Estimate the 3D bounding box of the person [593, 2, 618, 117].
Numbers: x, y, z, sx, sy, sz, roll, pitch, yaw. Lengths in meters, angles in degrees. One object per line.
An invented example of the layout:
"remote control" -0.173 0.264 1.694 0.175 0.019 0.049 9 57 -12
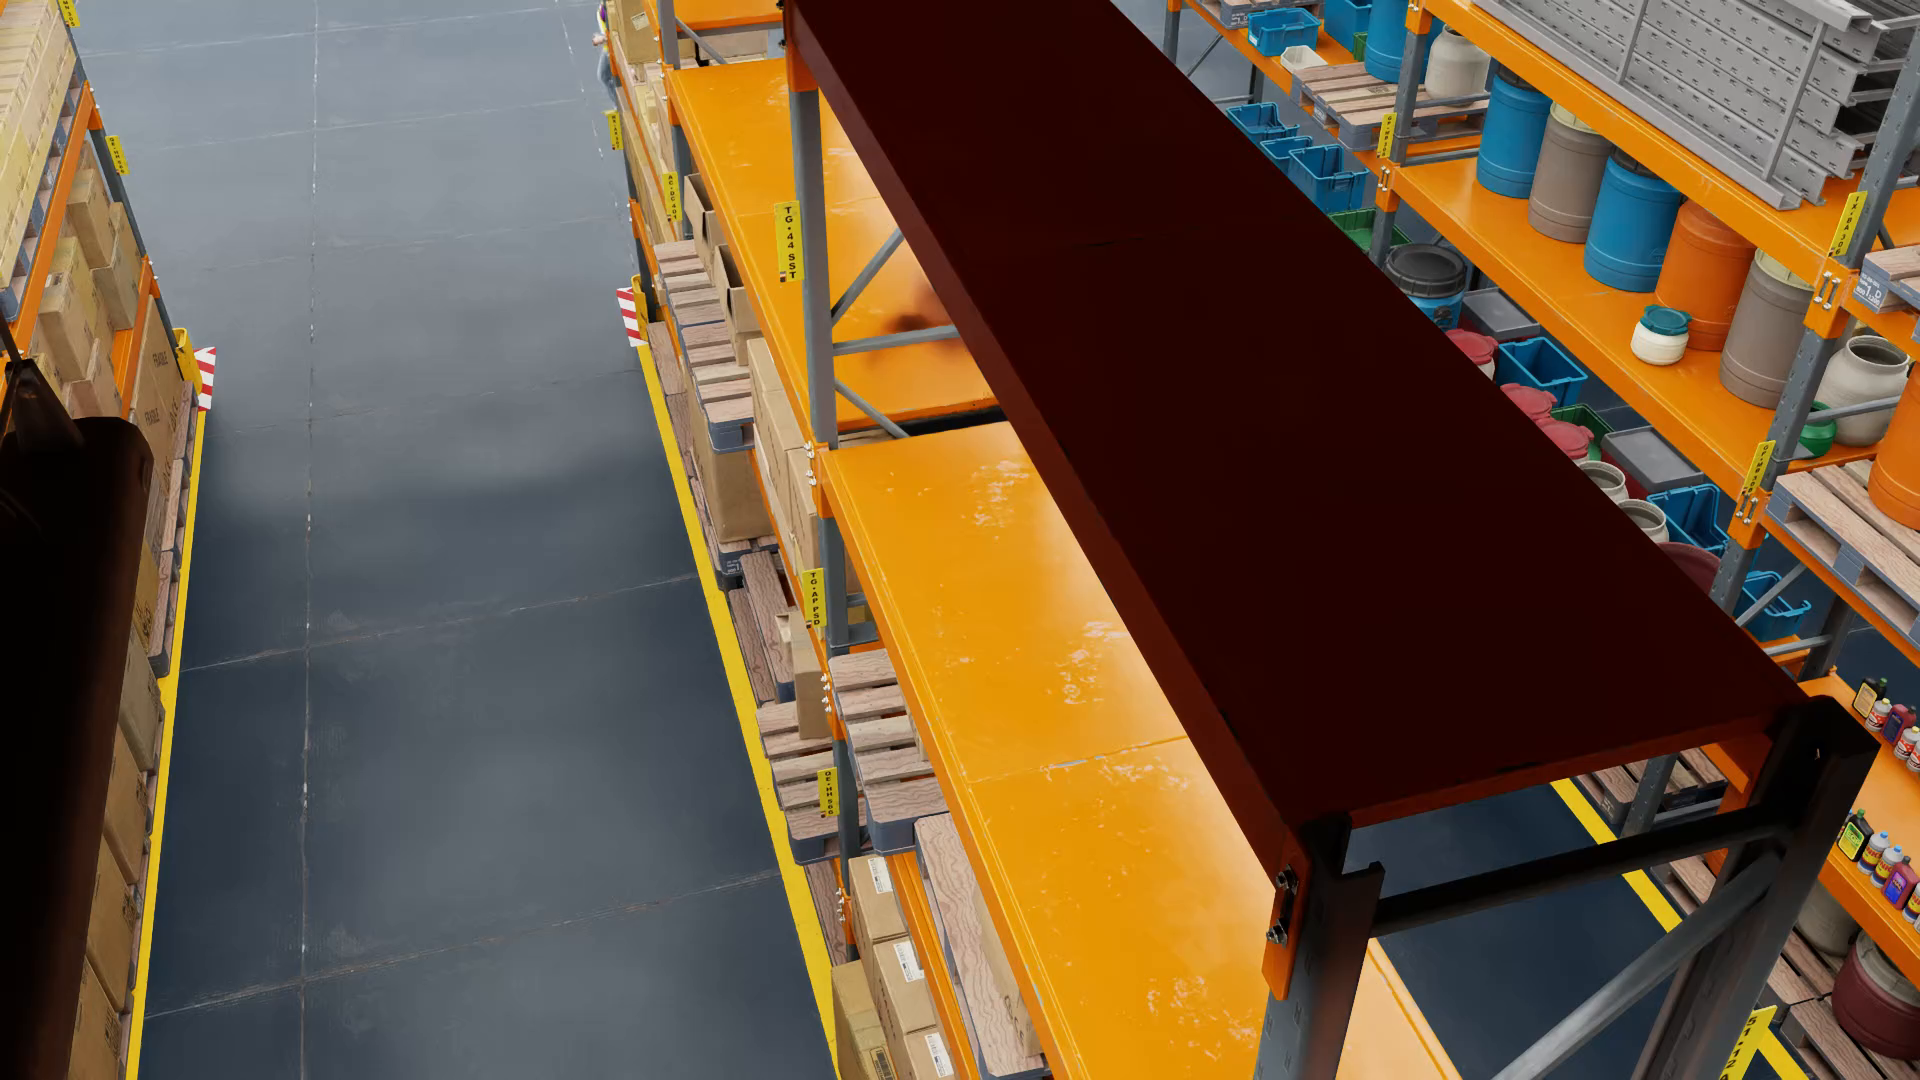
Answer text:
"person" -3.721 -5.472 18.372 0.659 1.718 0.721 12 40 15
